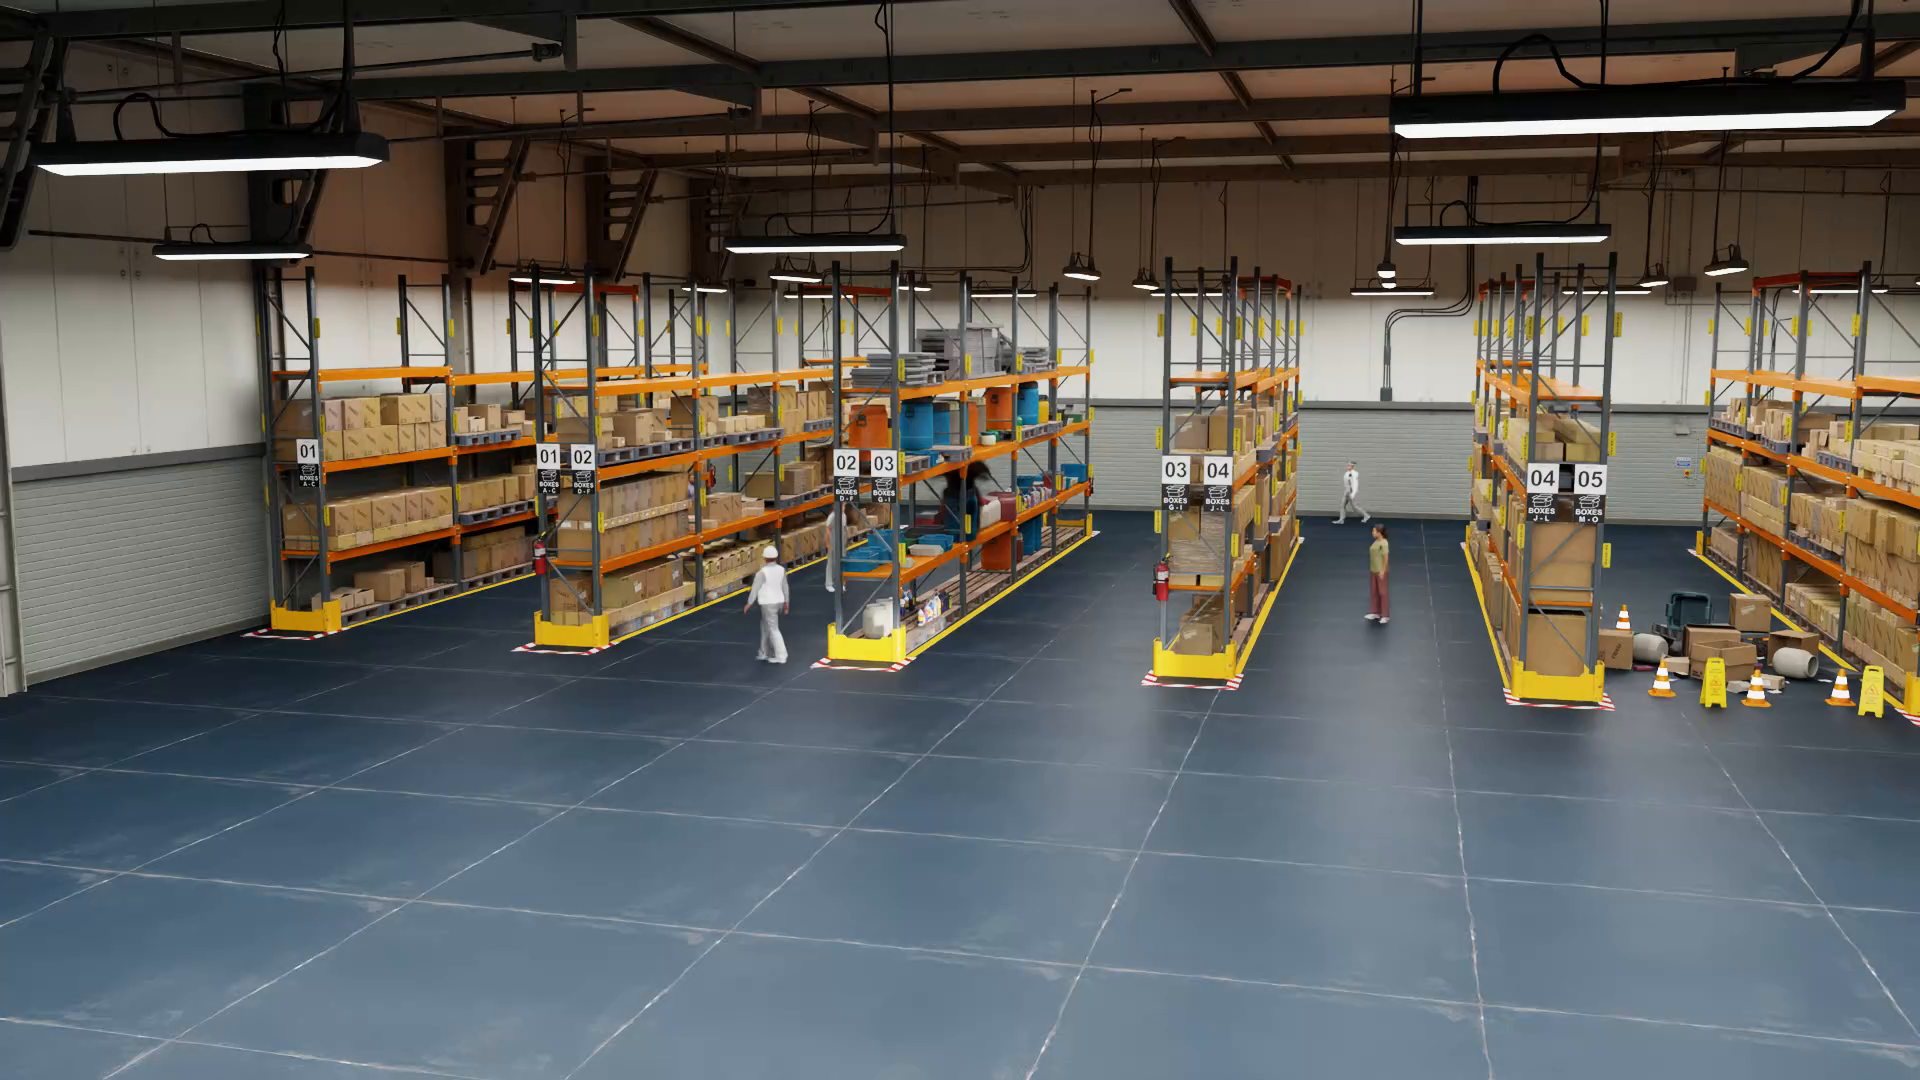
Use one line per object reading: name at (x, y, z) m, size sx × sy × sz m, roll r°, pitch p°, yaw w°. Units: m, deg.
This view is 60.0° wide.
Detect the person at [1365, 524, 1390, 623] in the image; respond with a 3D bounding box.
person at (7.220, 0.572, 28.594) m, size 0.331 × 1.710 × 0.462 m, roll -3°, pitch 8°, yaw -25°

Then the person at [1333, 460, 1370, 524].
person at (10.032, -1.223, 42.545) m, size 0.919 × 1.642 × 0.507 m, roll 0°, pitch 7°, yaw 0°

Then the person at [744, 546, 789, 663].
person at (-2.889, 0.991, 24.927) m, size 0.690 × 1.815 × 0.533 m, roll 3°, pitch 8°, yaw 20°

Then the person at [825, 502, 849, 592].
person at (-2.220, 0.080, 29.931) m, size 0.472 × 1.686 × 0.377 m, roll -5°, pitch 9°, yaw -33°

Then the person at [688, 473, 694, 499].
person at (-6.268, -0.694, 38.902) m, size 0.432 × 1.558 × 0.488 m, roll 4°, pitch 8°, yaw 26°
